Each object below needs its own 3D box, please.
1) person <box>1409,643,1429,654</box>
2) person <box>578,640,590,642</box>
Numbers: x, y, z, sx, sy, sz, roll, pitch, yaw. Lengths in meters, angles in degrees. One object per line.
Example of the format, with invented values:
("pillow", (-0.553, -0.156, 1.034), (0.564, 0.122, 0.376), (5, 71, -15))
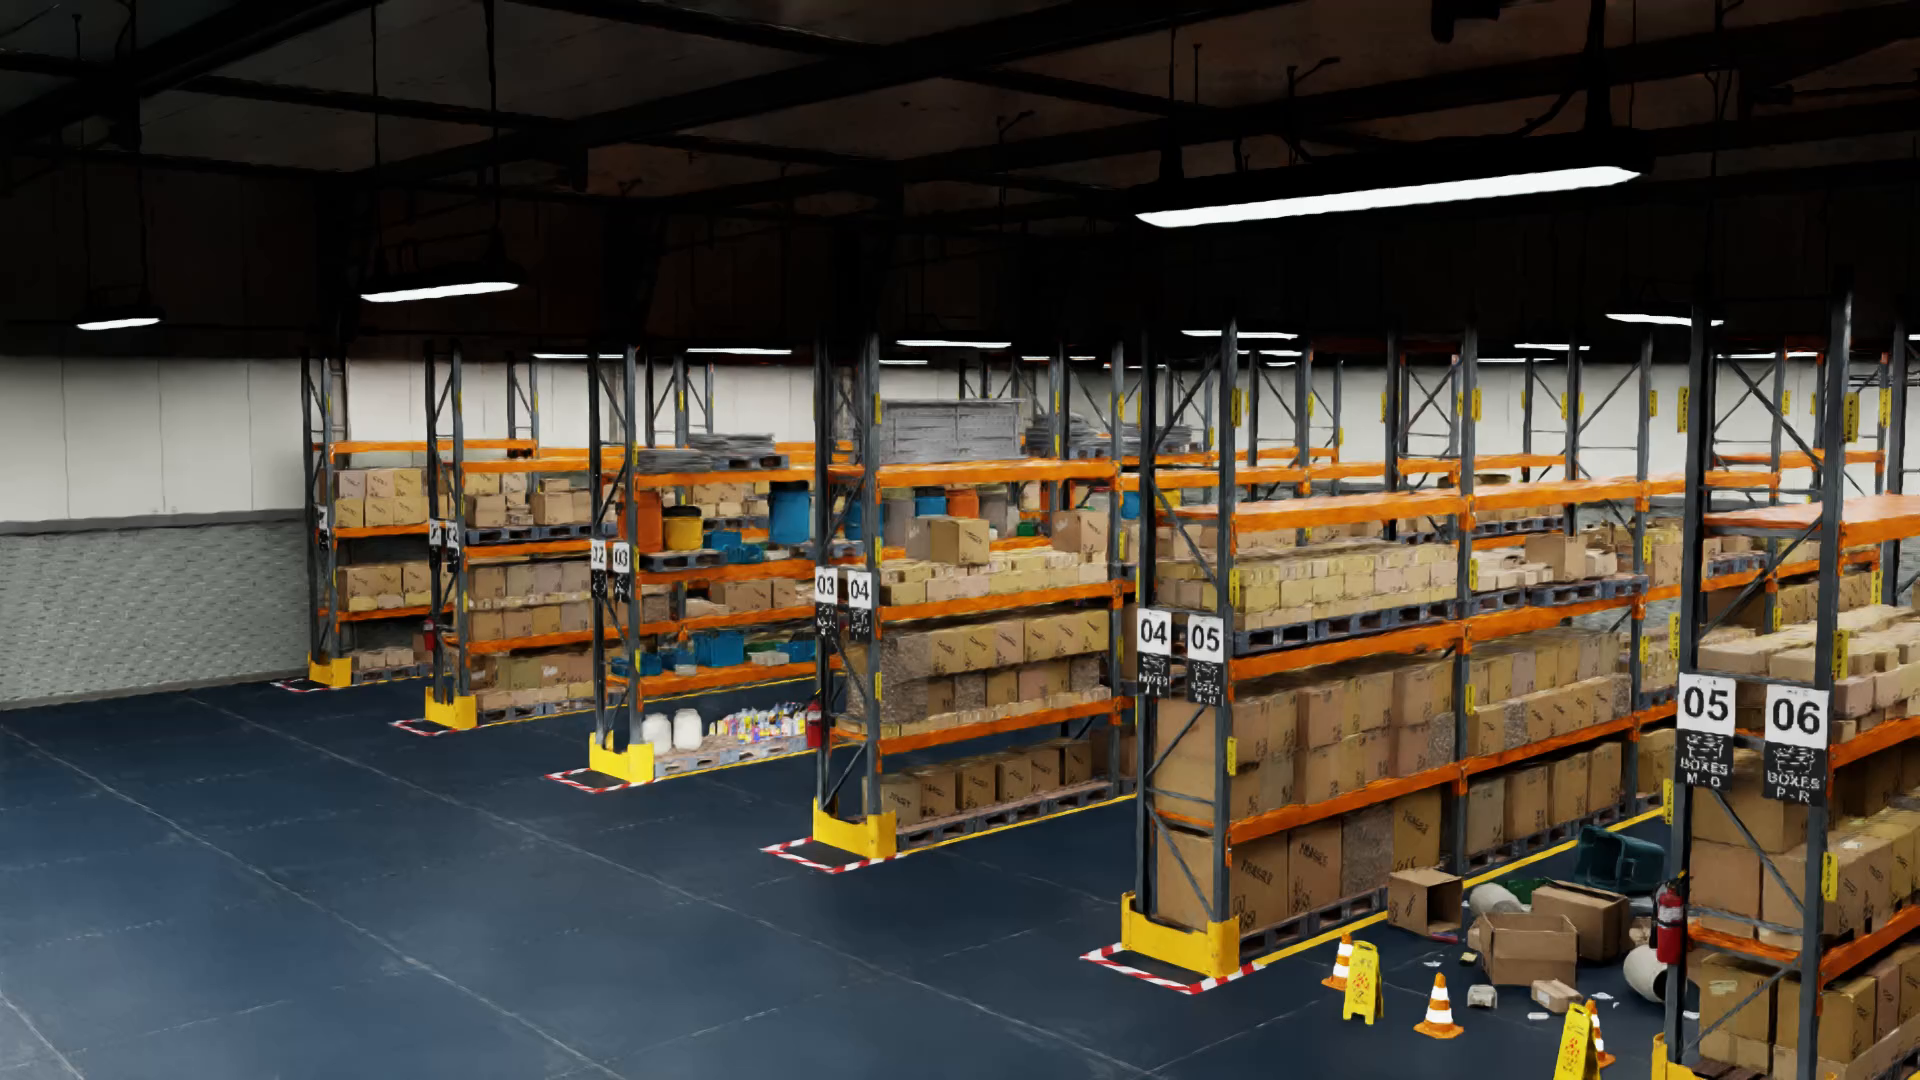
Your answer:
("person", (6.608, 2.204, 23.826), (1.193, 1.698, 0.598), (-4, 7, -40))
("person", (-6.788, 1.684, 30.065), (1.040, 1.666, 0.554), (-5, 7, -44))
